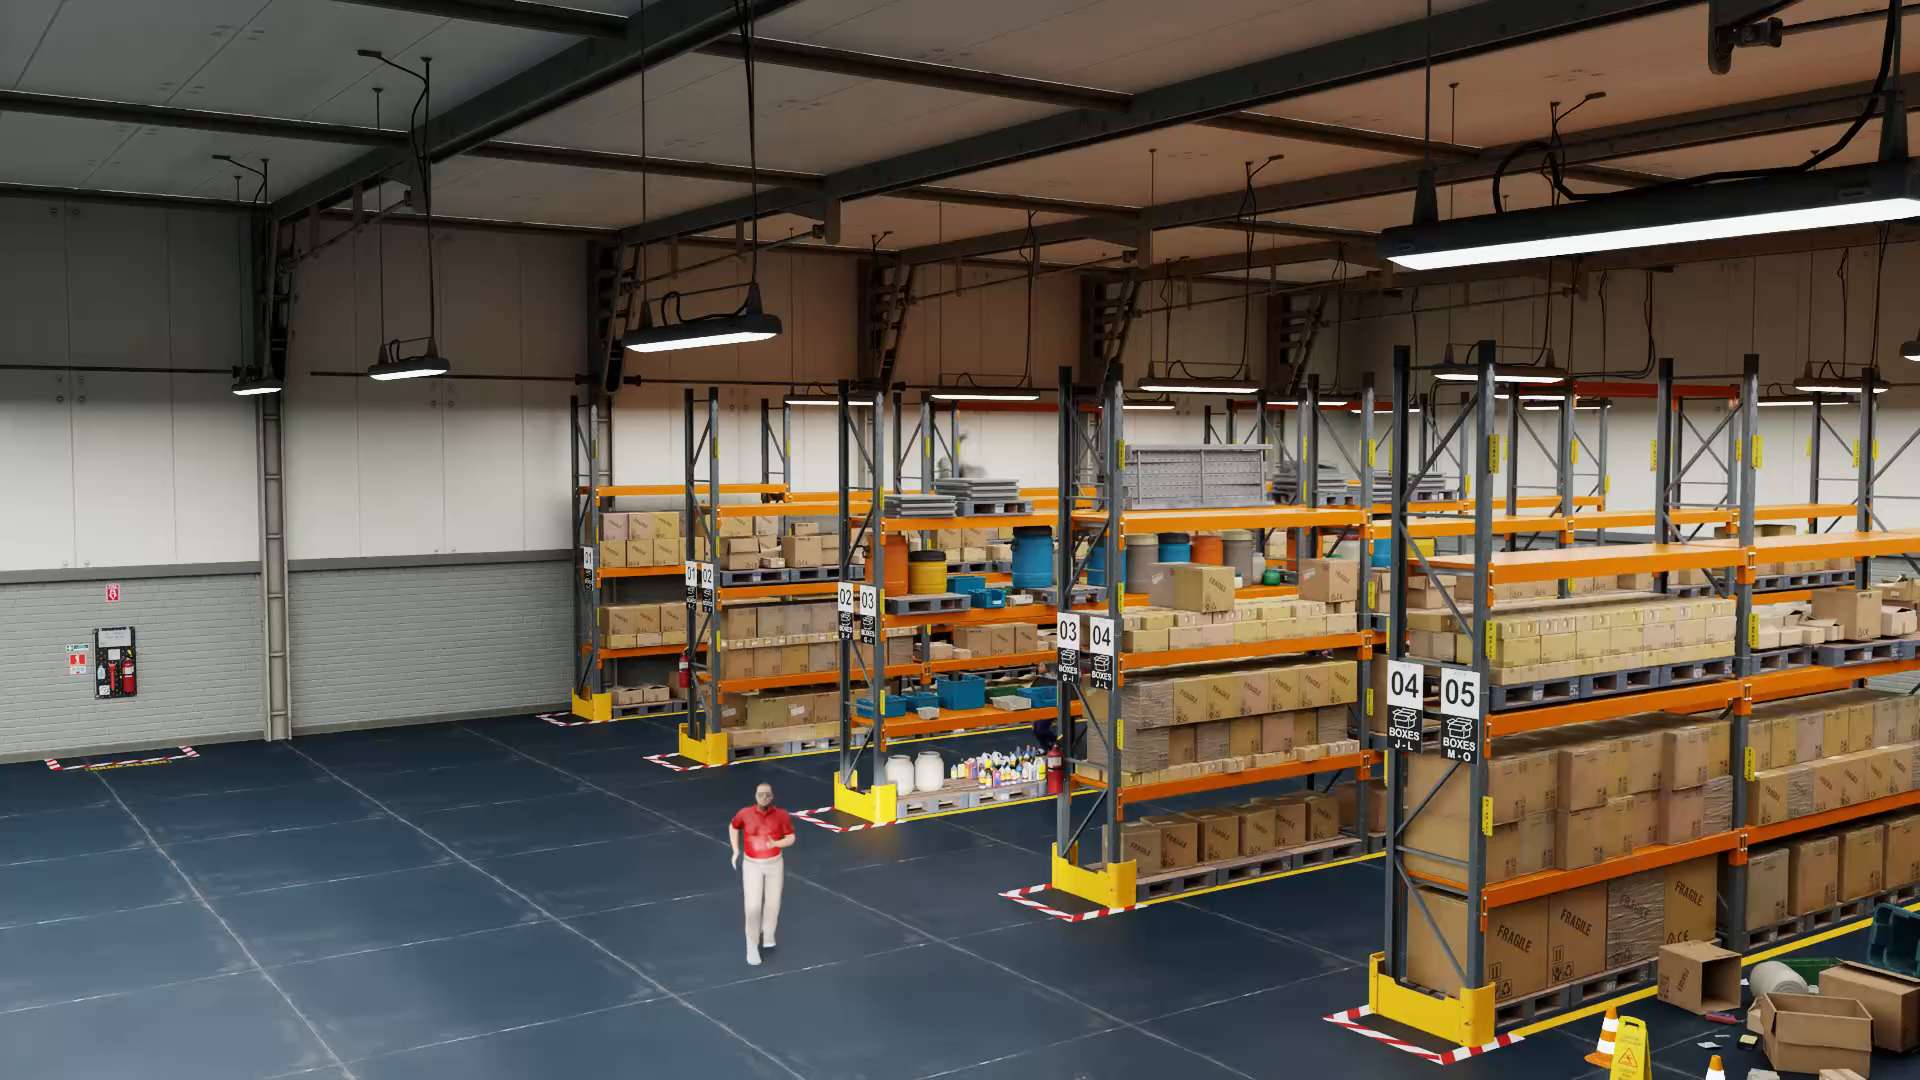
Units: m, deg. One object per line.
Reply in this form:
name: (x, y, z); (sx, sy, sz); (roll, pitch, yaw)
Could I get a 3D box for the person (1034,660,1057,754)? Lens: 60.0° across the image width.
person: (1.360, 2.745, 26.911); (0.546, 1.612, 0.609); (-2, 4, -34)

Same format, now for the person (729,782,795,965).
person: (-1.962, 3.317, 16.587); (0.631, 1.798, 0.768); (-1, 4, -12)
